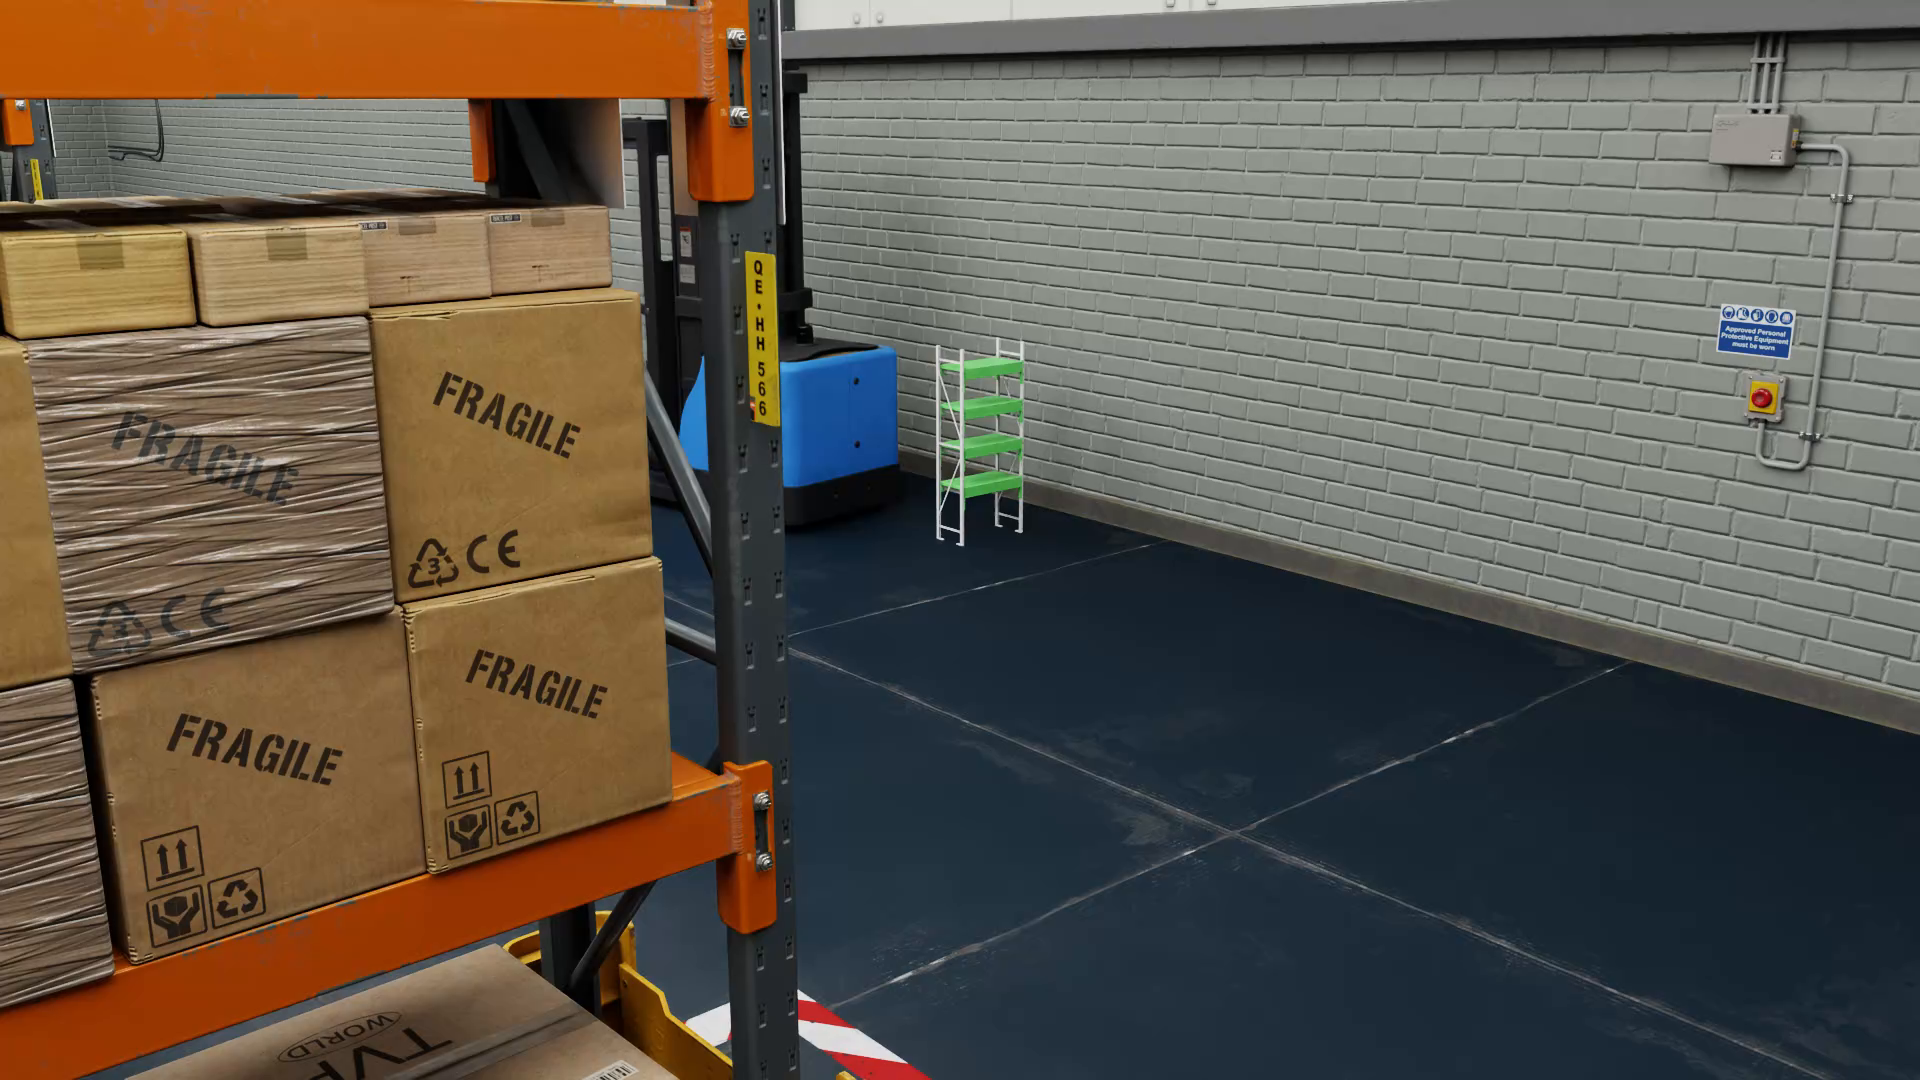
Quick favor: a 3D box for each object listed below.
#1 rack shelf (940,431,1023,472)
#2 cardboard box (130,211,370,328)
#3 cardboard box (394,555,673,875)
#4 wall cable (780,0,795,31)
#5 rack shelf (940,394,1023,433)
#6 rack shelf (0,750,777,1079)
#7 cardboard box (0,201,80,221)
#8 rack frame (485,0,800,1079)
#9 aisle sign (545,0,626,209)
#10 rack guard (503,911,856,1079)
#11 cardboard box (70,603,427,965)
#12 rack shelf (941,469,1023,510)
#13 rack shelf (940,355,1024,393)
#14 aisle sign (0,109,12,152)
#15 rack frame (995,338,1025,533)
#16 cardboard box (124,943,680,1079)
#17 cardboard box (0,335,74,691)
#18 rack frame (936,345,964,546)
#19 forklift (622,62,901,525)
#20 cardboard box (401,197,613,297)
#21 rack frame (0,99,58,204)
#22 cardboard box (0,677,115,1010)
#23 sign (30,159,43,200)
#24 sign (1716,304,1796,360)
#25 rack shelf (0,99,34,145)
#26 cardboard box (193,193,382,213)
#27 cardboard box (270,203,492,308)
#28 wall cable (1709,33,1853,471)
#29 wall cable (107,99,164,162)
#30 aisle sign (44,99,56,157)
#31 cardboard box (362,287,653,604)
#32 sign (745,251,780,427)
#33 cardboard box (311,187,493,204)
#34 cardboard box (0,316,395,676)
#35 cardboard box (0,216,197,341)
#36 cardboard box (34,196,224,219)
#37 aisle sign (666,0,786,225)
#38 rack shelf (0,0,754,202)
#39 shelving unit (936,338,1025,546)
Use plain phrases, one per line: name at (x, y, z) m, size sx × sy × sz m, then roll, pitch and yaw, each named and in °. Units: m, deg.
rack shelf at (0.125, -0.546, 10.217) m, size 0.480 × 0.148 × 0.258 m, roll -13°, pitch 19°, yaw -39°
cardboard box at (-1.178, -0.453, 2.746) m, size 0.250 × 0.149 × 0.380 m, roll -13°, pitch 20°, yaw -40°
cardboard box at (-0.913, 0.269, 3.237) m, size 0.500 × 0.500 × 0.500 m, roll -13°, pitch 19°, yaw -39°
wall cable at (-0.700, -6.485, 10.856) m, size 0.120 × 5.999 × 2.277 m, roll -13°, pitch 19°, yaw -39°
rack shelf at (0.125, -0.778, 10.155) m, size 0.480 × 0.148 × 0.258 m, roll -13°, pitch 19°, yaw -39°
rack shelf at (-2.232, 0.870, 2.573) m, size 4.000 × 0.370 × 1.077 m, roll -13°, pitch 19°, yaw -39°
cardboard box at (-1.782, -0.526, 3.020) m, size 0.250 × 0.149 × 0.380 m, roll -13°, pitch 20°, yaw -41°
rack frame at (-0.721, 0.185, 3.746) m, size 0.053 × 2.616 × 0.949 m, roll -13°, pitch 19°, yaw -39°
aisle sign at (-0.859, -1.141, 3.670) m, size 0.004 × 0.787 × 0.394 m, roll -13°, pitch 19°, yaw -39°
rack guard at (-0.705, 1.388, 4.086) m, size 0.348 × 0.500 × 1.175 m, roll -13°, pitch 19°, yaw -39°
cardboard box at (-1.302, 0.351, 2.929) m, size 0.500 × 0.500 × 0.500 m, roll -13°, pitch 20°, yaw -41°
rack shelf at (0.125, -0.314, 10.279) m, size 0.480 × 0.148 × 0.258 m, roll -13°, pitch 19°, yaw -39°
rack shelf at (0.125, -1.010, 10.093) m, size 0.480 × 0.148 × 0.258 m, roll -13°, pitch 19°, yaw -39°
aisle sign at (-4.191, -2.089, 7.222) m, size 0.004 × 0.787 × 0.394 m, roll -13°, pitch 19°, yaw -39°
rack frame at (0.309, -0.649, 10.355) m, size 0.015 × 1.200 × 0.240 m, roll -13°, pitch 19°, yaw -39°
cardboard box at (-1.155, 1.350, 3.534) m, size 0.875 × 0.438 × 0.875 m, roll -14°, pitch 20°, yaw -41°
cardboard box at (-1.681, -0.042, 2.463) m, size 0.500 × 0.500 × 0.500 m, roll -13°, pitch 20°, yaw -40°
rack frame at (-0.059, -0.566, 10.045) m, size 0.015 × 1.200 × 0.240 m, roll -13°, pitch 19°, yaw -39°
forklift at (-1.844, -1.781, 11.236) m, size 3.031 × 2.935 × 1.130 m, roll 12°, pitch 19°, yaw 39°
cardboard box at (-0.862, -0.561, 3.149) m, size 0.250 × 0.149 × 0.380 m, roll -12°, pitch 19°, yaw -39°
rack frame at (-4.049, -0.763, 7.292) m, size 0.127 × 3.000 × 1.000 m, roll -13°, pitch 19°, yaw -39°
cardboard box at (-1.683, 0.440, 2.596) m, size 0.500 × 0.500 × 0.500 m, roll -12°, pitch 19°, yaw -38°
sign at (-3.700, -1.363, 6.685) m, size 0.005 × 0.325 × 0.100 m, roll -13°, pitch 19°, yaw -39°
sign at (3.530, -0.926, 7.381) m, size 0.001 × 0.218 × 0.327 m, roll -13°, pitch 19°, yaw -39°
rack shelf at (-5.558, -1.525, 5.730) m, size 4.000 × 0.370 × 1.077 m, roll -13°, pitch 19°, yaw -39°
cardboard box at (-1.324, -0.596, 3.281) m, size 0.250 × 0.149 × 0.380 m, roll -12°, pitch 19°, yaw -38°
cardboard box at (-1.038, -0.513, 2.971) m, size 0.250 × 0.149 × 0.380 m, roll -12°, pitch 19°, yaw -38°
wall cable at (3.515, -1.282, 7.206) m, size 0.123 × 1.953 × 0.585 m, roll -13°, pitch 19°, yaw -39°
wall cable at (-12.482, -6.925, 24.755) m, size 0.112 × 2.526 × 3.097 m, roll -13°, pitch 19°, yaw -39°
aisle sign at (-3.797, -1.972, 6.784) m, size 0.004 × 0.787 × 0.394 m, roll -13°, pitch 19°, yaw -39°
cardboard box at (-0.931, -0.219, 3.127) m, size 0.500 × 0.500 × 0.500 m, roll -12°, pitch 19°, yaw -38°
sign at (-0.377, -0.382, 3.164) m, size 0.005 × 0.325 × 0.100 m, roll -13°, pitch 19°, yaw -39°
cardboard box at (-1.173, -0.654, 3.500) m, size 0.250 × 0.149 × 0.380 m, roll -12°, pitch 19°, yaw -38°
cardboard box at (-1.306, -0.125, 2.774) m, size 0.500 × 0.500 × 0.500 m, roll -13°, pitch 19°, yaw -39°
cardboard box at (-1.395, -0.418, 2.616) m, size 0.250 × 0.149 × 0.380 m, roll -12°, pitch 19°, yaw -38°
cardboard box at (-1.595, -0.575, 3.200) m, size 0.250 × 0.149 × 0.380 m, roll -12°, pitch 19°, yaw -38°
aisle sign at (-0.465, -1.024, 3.233) m, size 0.004 × 0.787 × 0.394 m, roll -13°, pitch 19°, yaw -39°
rack shelf at (-2.232, -0.579, 2.186) m, size 4.000 × 0.370 × 1.077 m, roll -13°, pitch 19°, yaw -39°
shelving unit at (0.125, -0.608, 10.200) m, size 0.503 × 1.200 × 0.258 m, roll -13°, pitch 19°, yaw -39°
